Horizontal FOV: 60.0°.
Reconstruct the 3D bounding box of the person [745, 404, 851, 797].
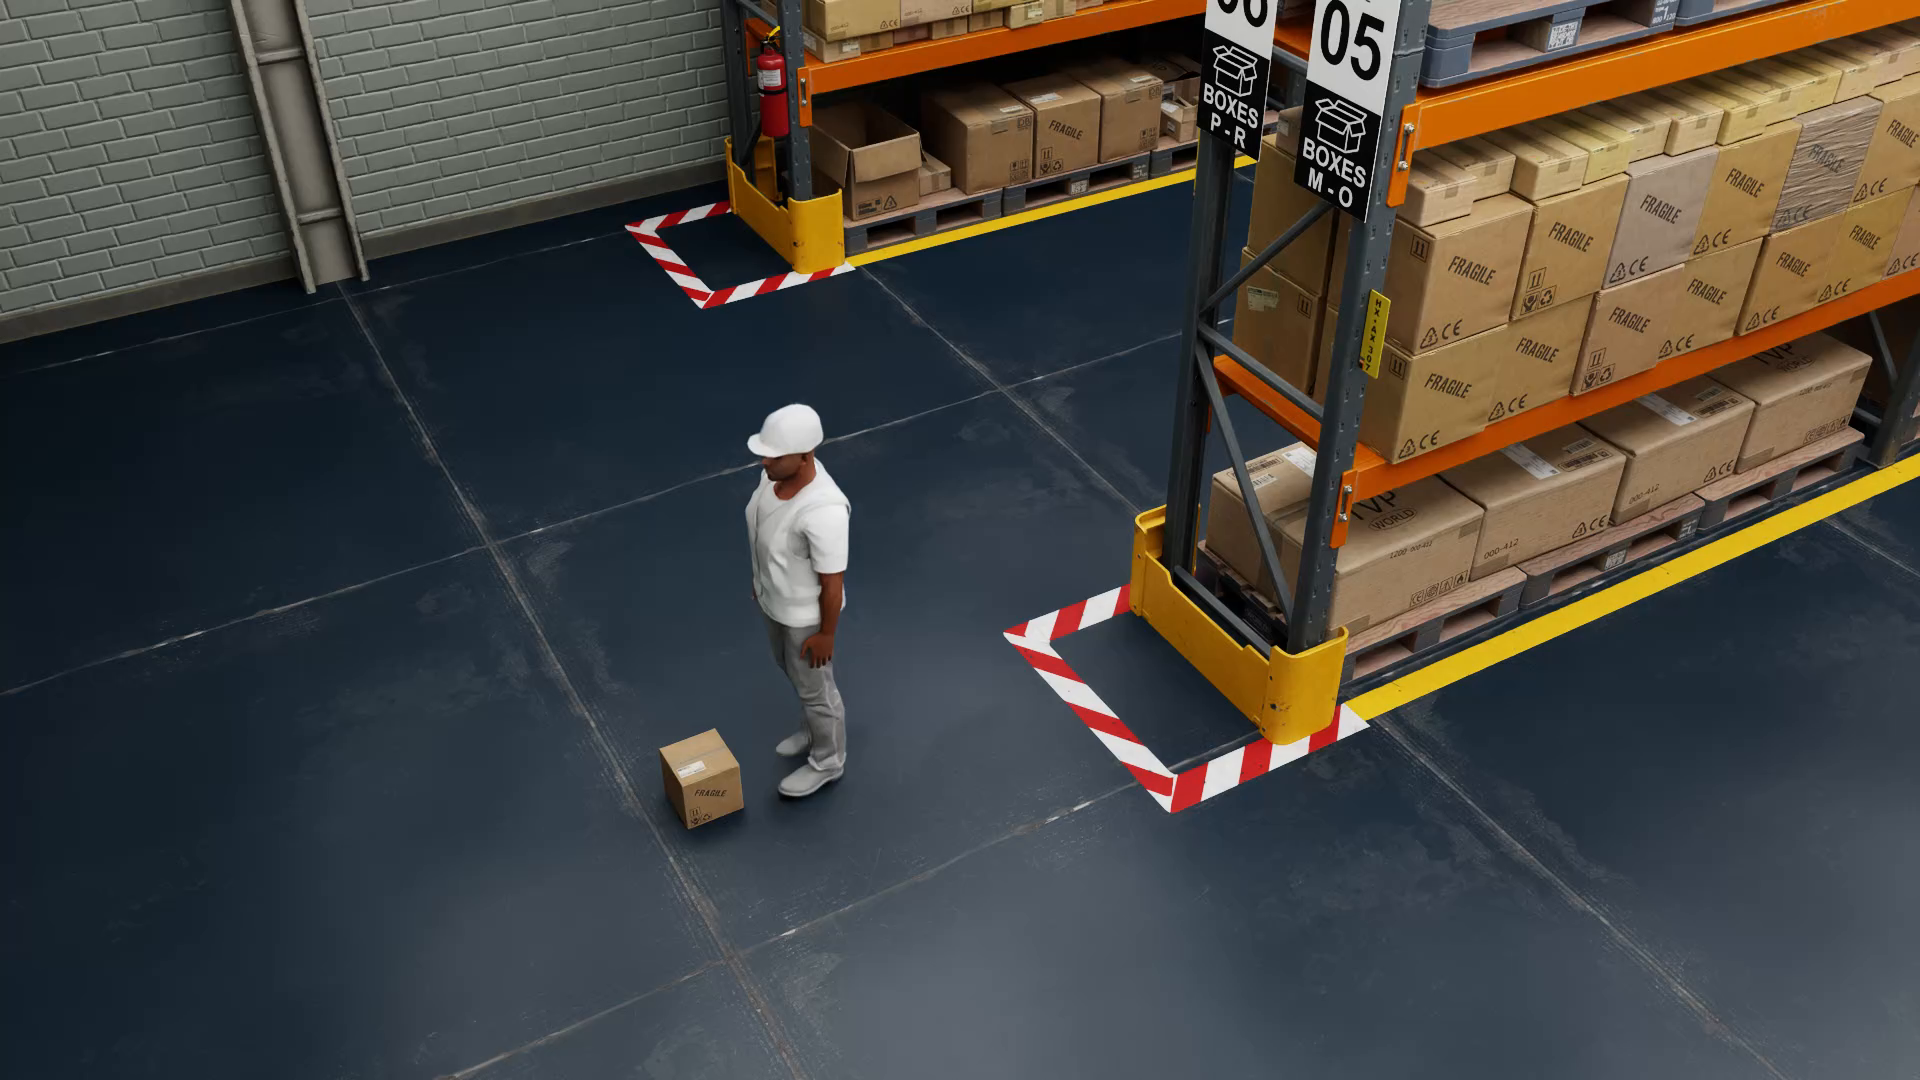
[{"bbox_3d":[-0.640,0.252,6.589,0.402,1.798,0.566,-18,40,-23],"label":"person"}]
